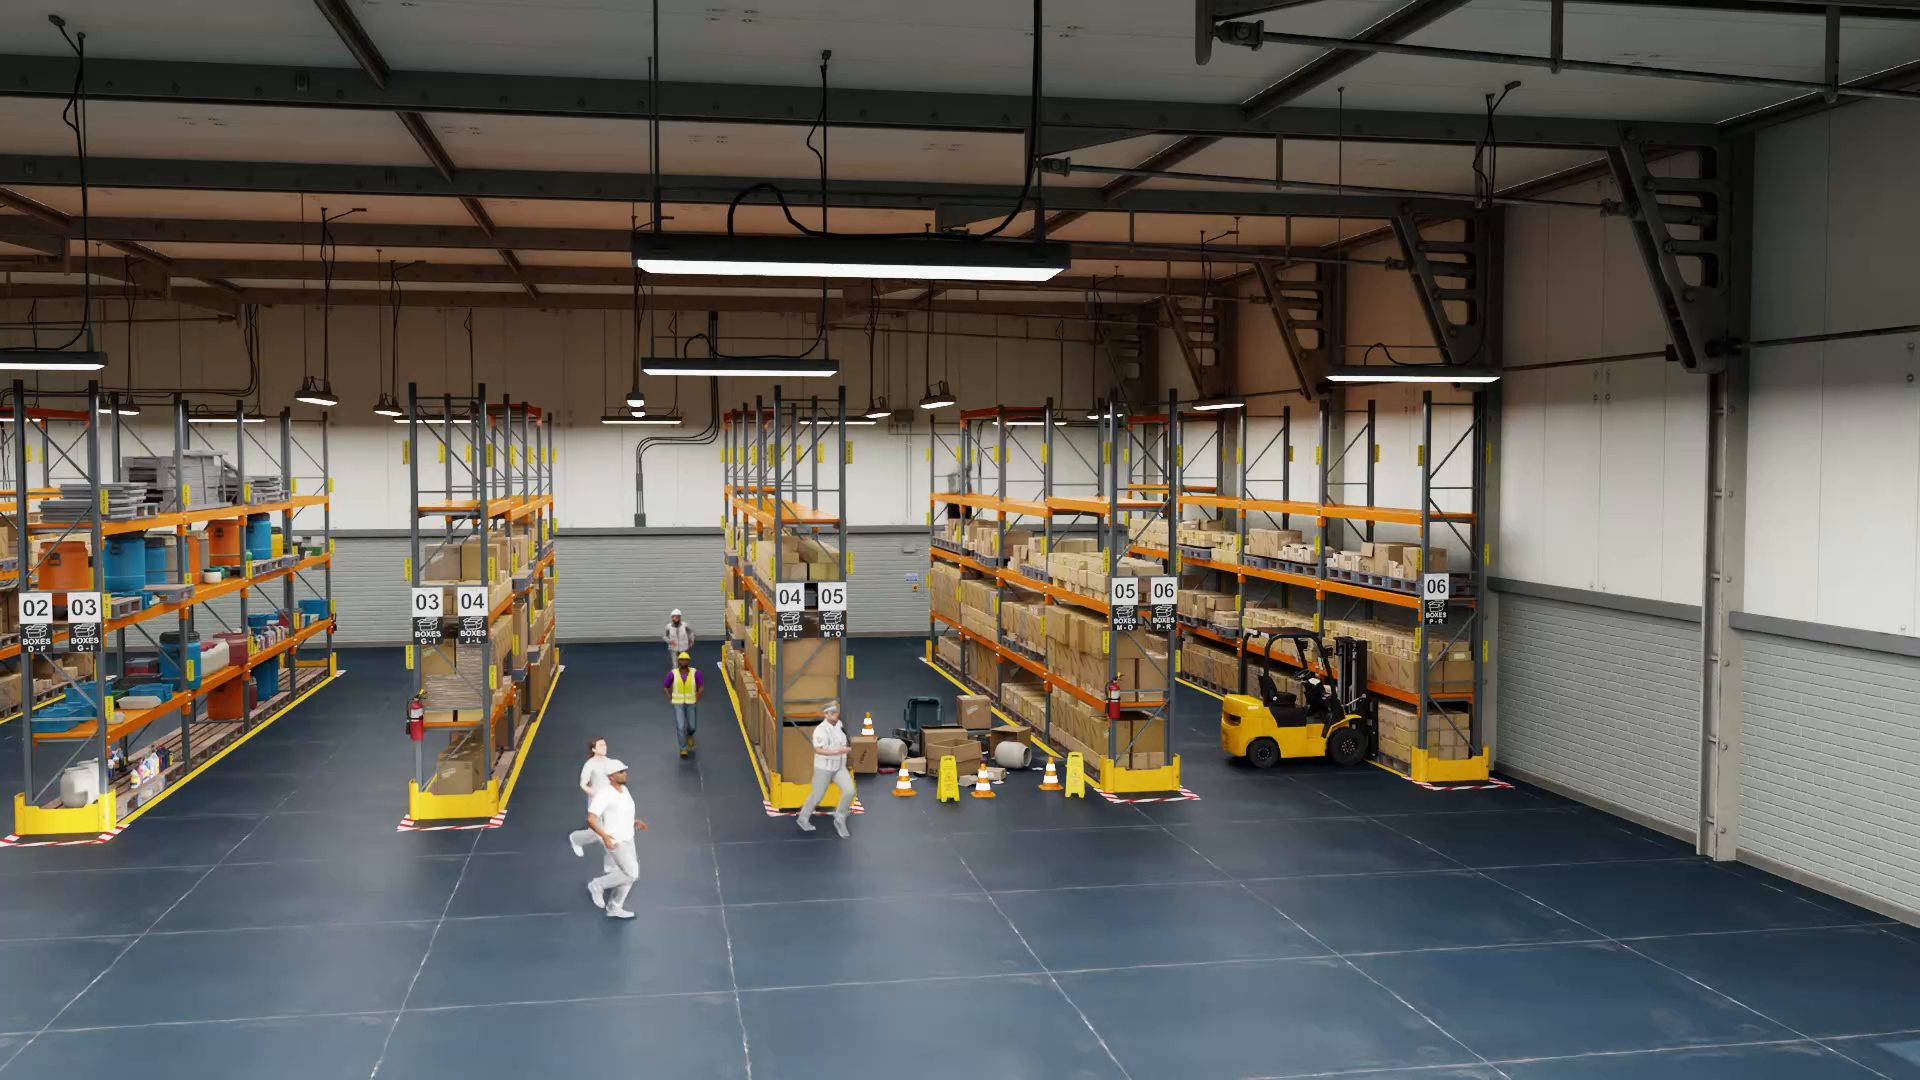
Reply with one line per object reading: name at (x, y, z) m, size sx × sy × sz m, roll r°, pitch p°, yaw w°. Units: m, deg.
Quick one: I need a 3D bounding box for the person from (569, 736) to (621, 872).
person at (-4.337, 3.176, 20.066) m, size 0.806 × 1.631 × 0.581 m, roll 2°, pitch 3°, yaw 29°

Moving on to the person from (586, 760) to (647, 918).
person at (-3.709, 3.231, 17.996) m, size 0.584 × 1.717 × 0.703 m, roll 1°, pitch 3°, yaw 14°

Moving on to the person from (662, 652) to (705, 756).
person at (-4.624, 2.731, 27.850) m, size 0.700 × 1.719 × 0.625 m, roll -1°, pitch 3°, yaw -12°

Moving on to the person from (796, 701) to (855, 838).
person at (-1.717, 3.015, 21.902) m, size 0.910 × 1.831 × 0.673 m, roll 2°, pitch 4°, yaw 41°

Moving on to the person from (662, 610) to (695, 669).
person at (-6.032, 2.349, 35.680) m, size 0.697 × 1.727 × 0.670 m, roll -1°, pitch 3°, yaw -14°
